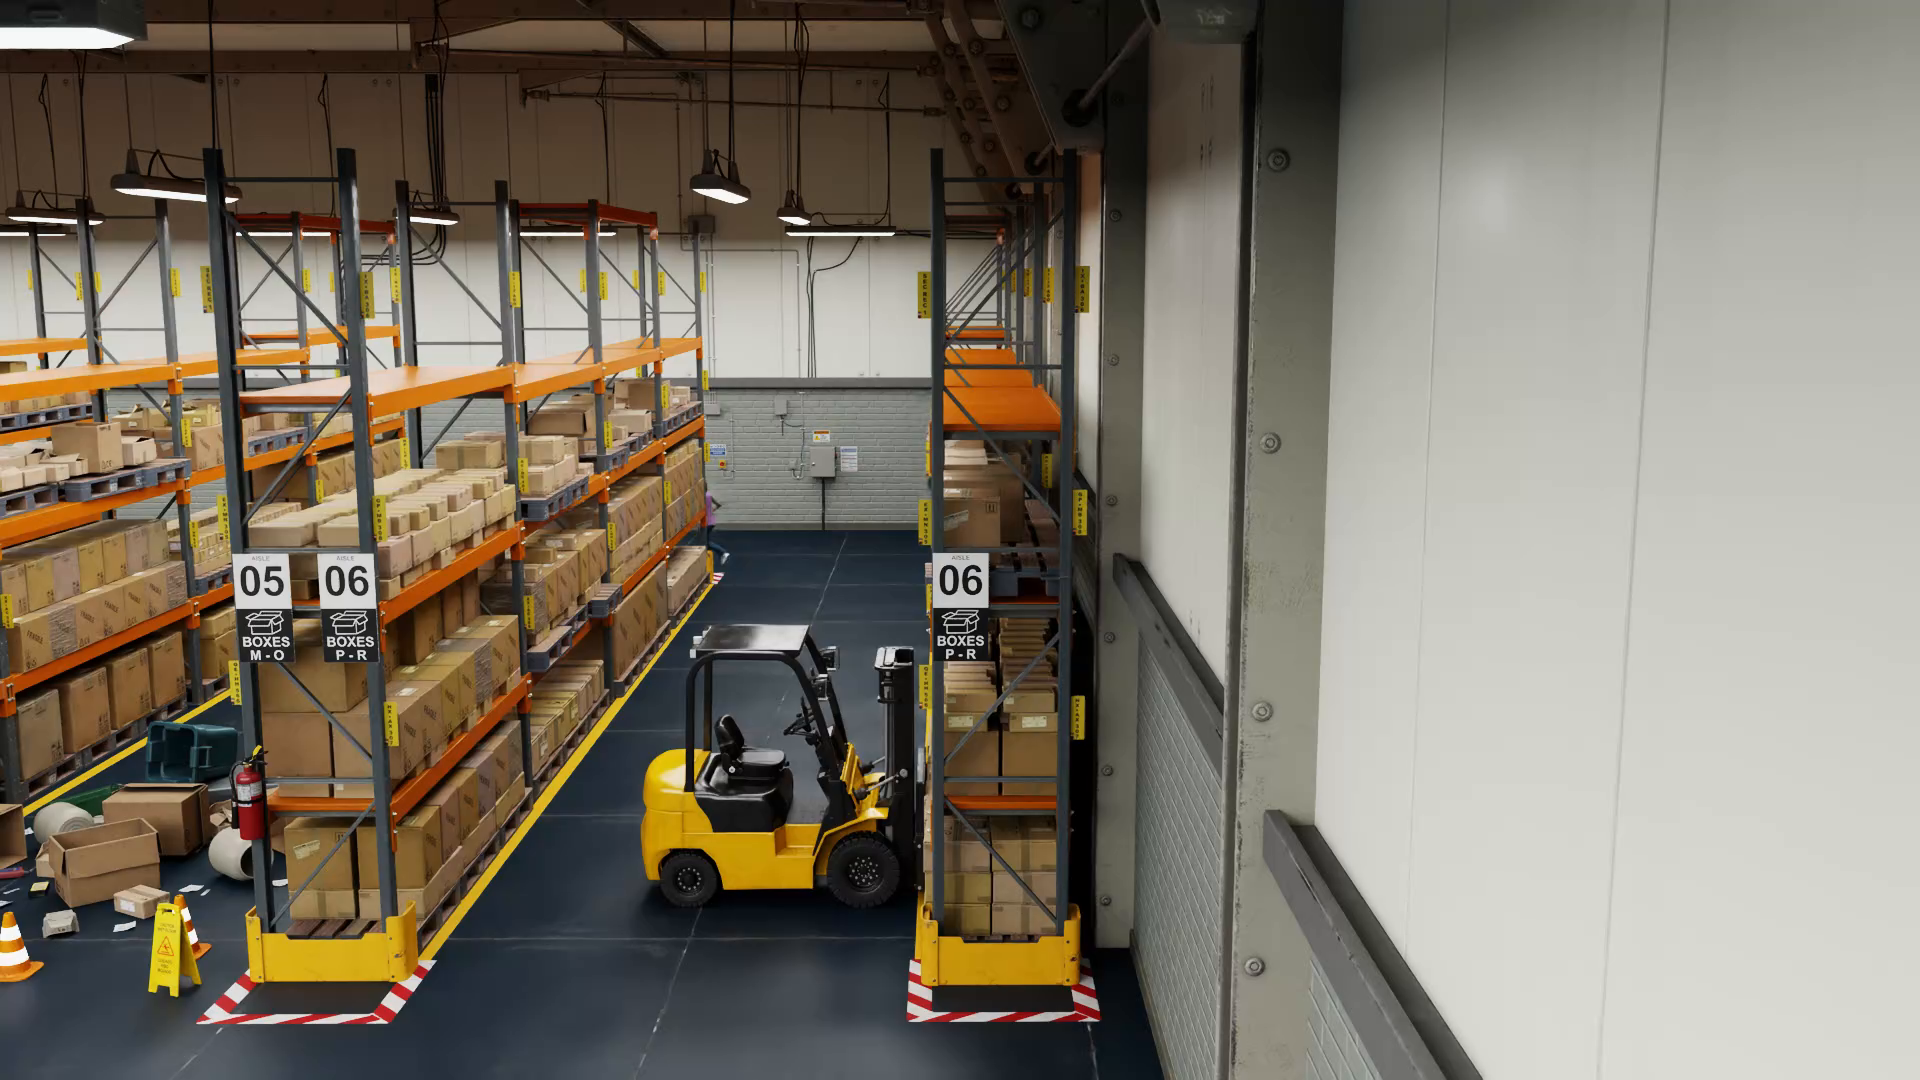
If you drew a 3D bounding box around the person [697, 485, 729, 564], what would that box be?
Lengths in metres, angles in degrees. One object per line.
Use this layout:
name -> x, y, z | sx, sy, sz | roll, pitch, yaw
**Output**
person -> -4.449, -0.253, 29.247 | 0.754, 1.578, 0.579 | 6, 11, 35
